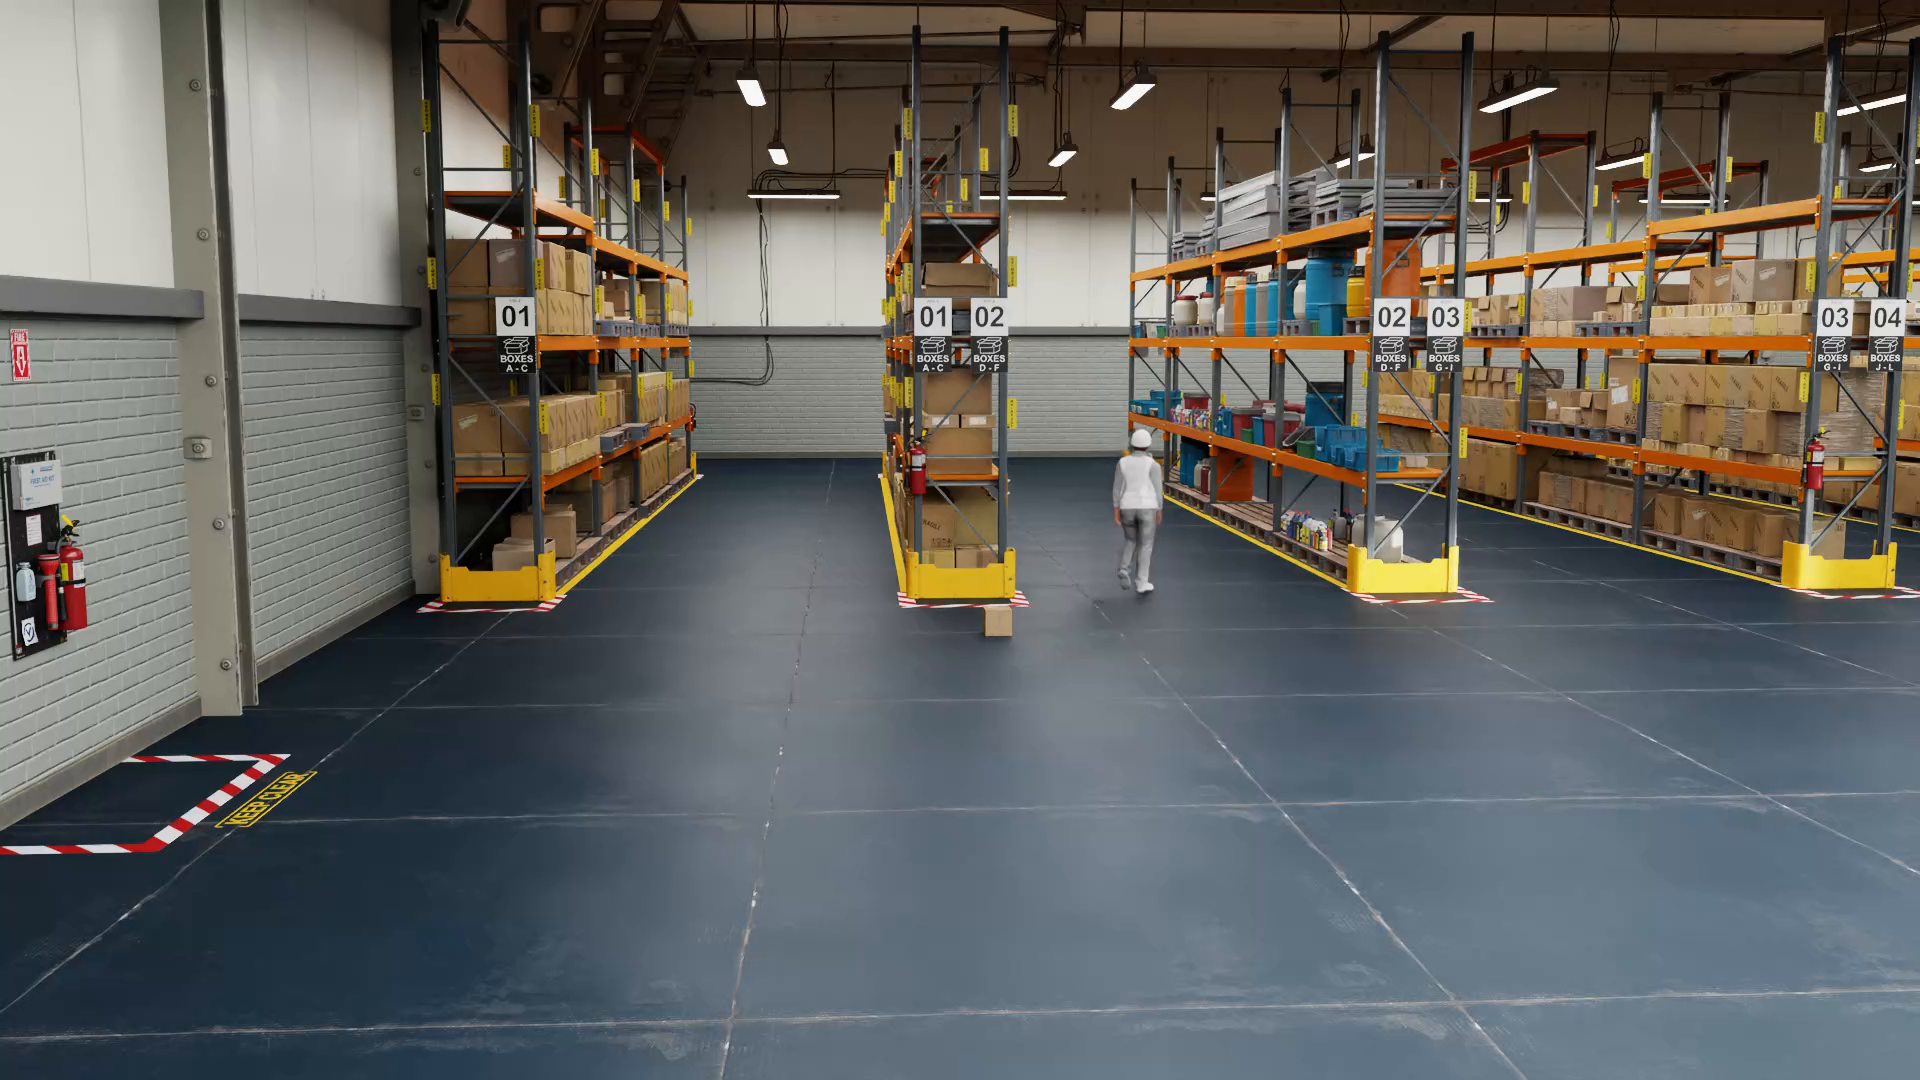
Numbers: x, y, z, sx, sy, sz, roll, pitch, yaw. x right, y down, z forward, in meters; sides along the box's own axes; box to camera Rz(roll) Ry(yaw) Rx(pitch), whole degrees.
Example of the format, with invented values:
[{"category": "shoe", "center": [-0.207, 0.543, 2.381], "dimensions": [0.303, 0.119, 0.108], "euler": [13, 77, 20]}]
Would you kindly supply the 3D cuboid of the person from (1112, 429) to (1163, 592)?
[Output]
[{"category": "person", "center": [1.968, -0.326, 18.216], "dimensions": [0.540, 1.784, 0.447], "euler": [4, 8, 29]}]
